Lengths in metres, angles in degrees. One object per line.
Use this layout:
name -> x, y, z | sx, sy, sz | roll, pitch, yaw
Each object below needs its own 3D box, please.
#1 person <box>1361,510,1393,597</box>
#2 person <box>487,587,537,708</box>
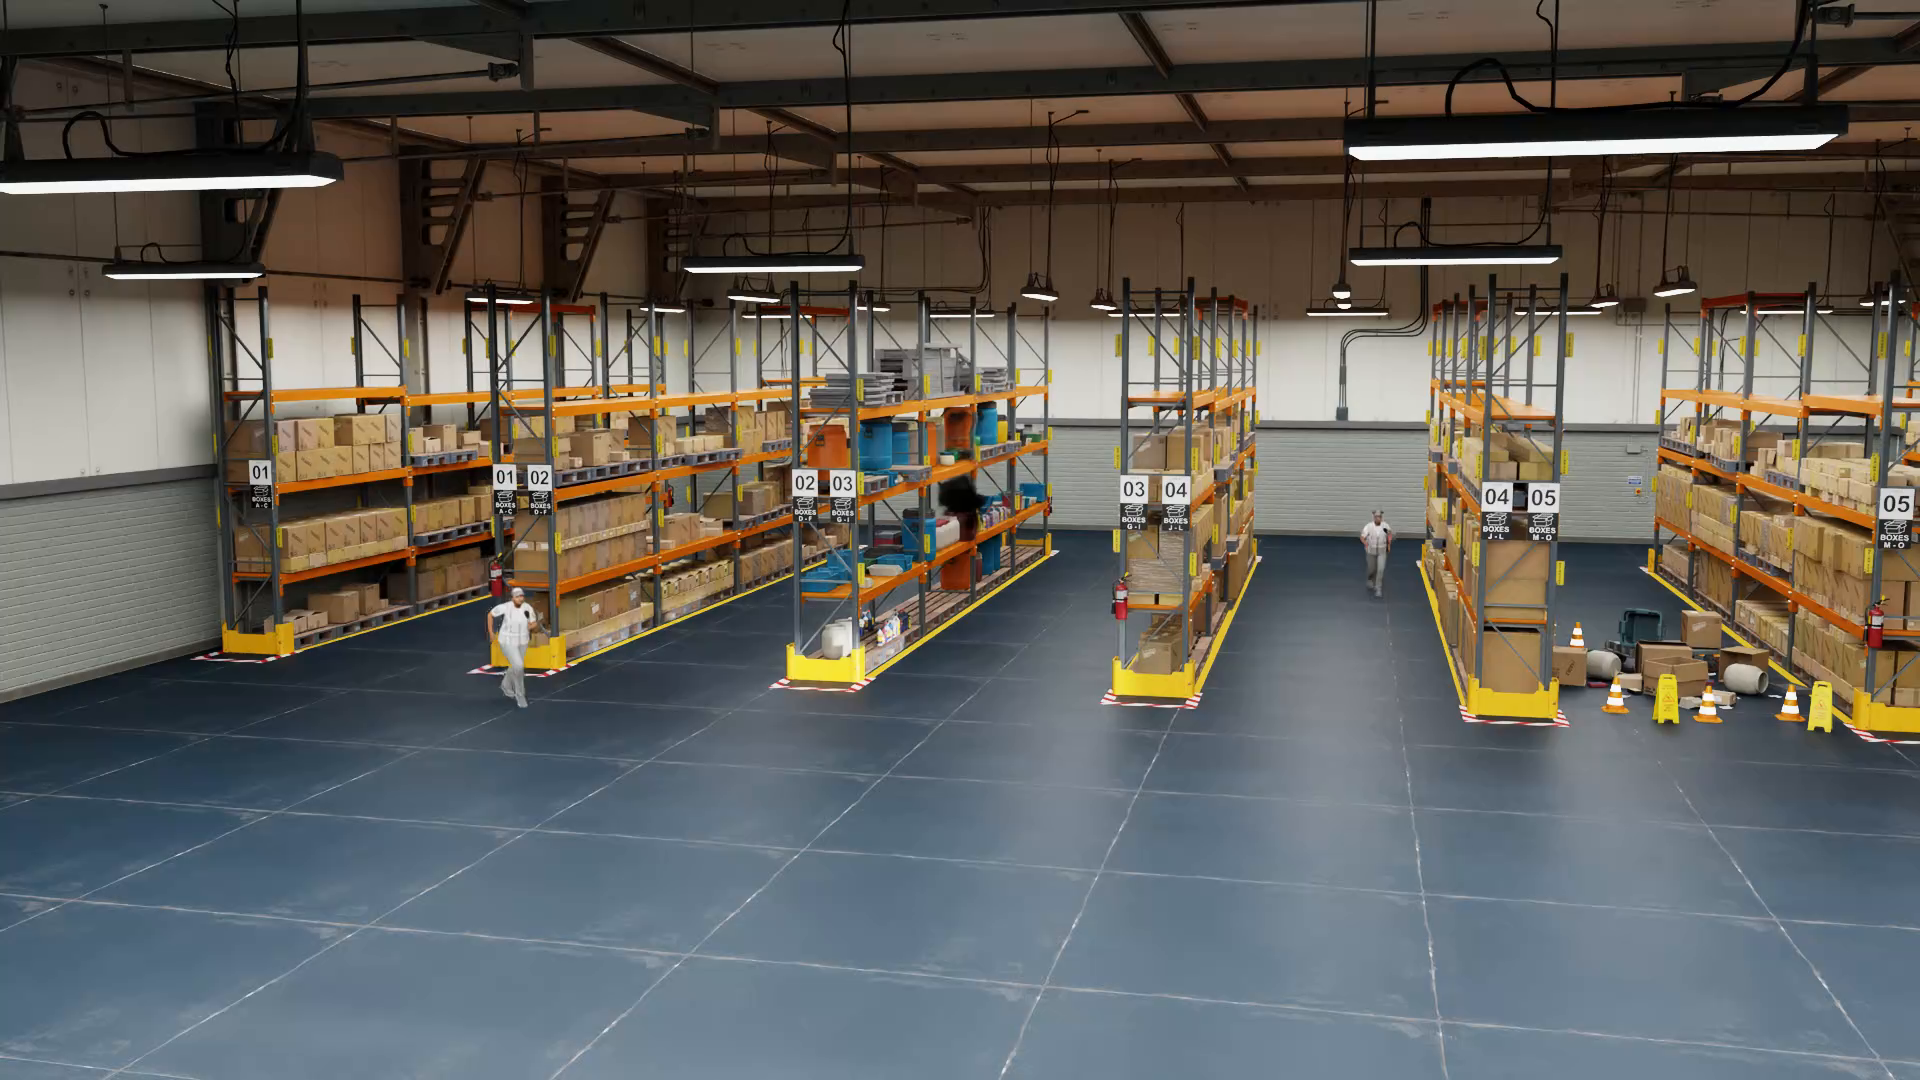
person -> 8.499, 0.243, 33.929 | 0.652, 1.755, 0.893 | 1, 7, 8
person -> -6.308, 1.499, 23.508 | 0.626, 1.709, 0.819 | -6, 9, -40
